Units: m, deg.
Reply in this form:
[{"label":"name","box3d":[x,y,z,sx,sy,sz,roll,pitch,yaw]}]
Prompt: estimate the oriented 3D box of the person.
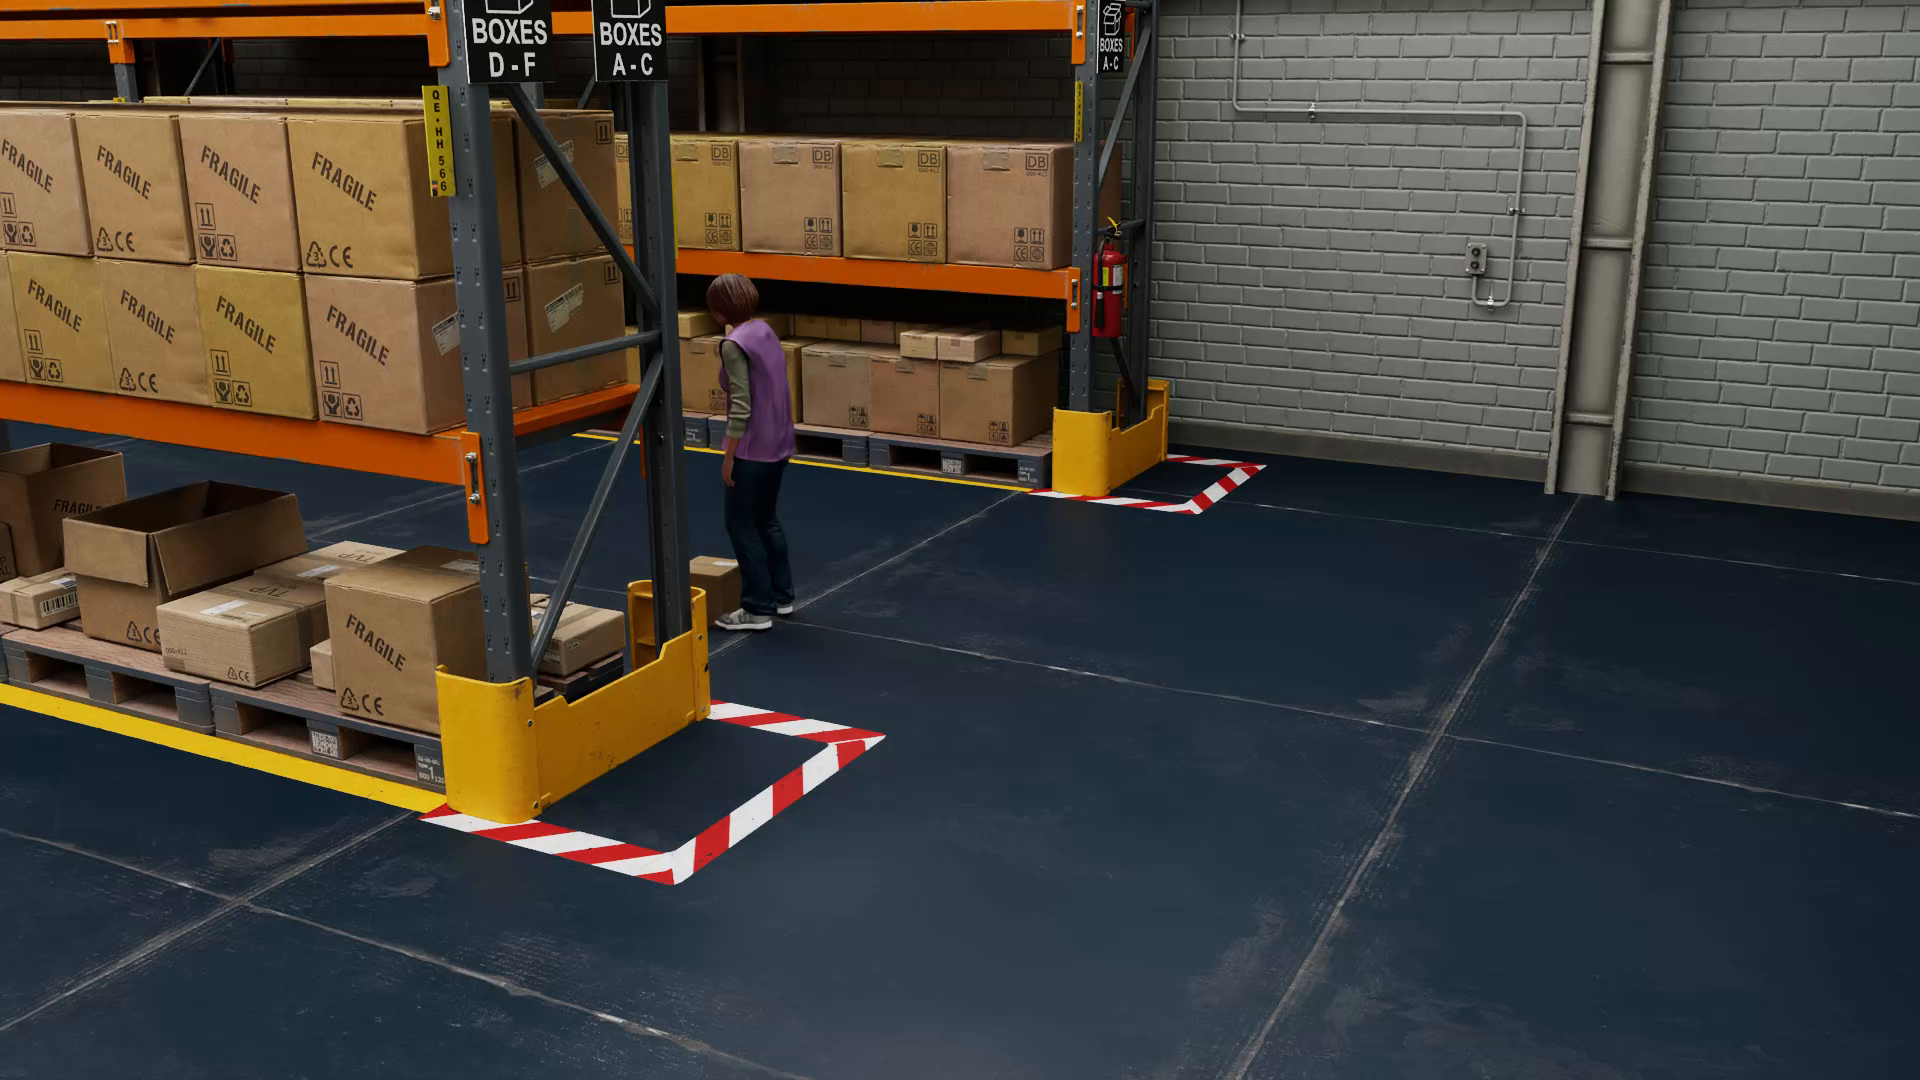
[{"label":"person","box3d":[-0.918,-0.388,7.403,0.346,1.591,0.478,6,17,19]}]
